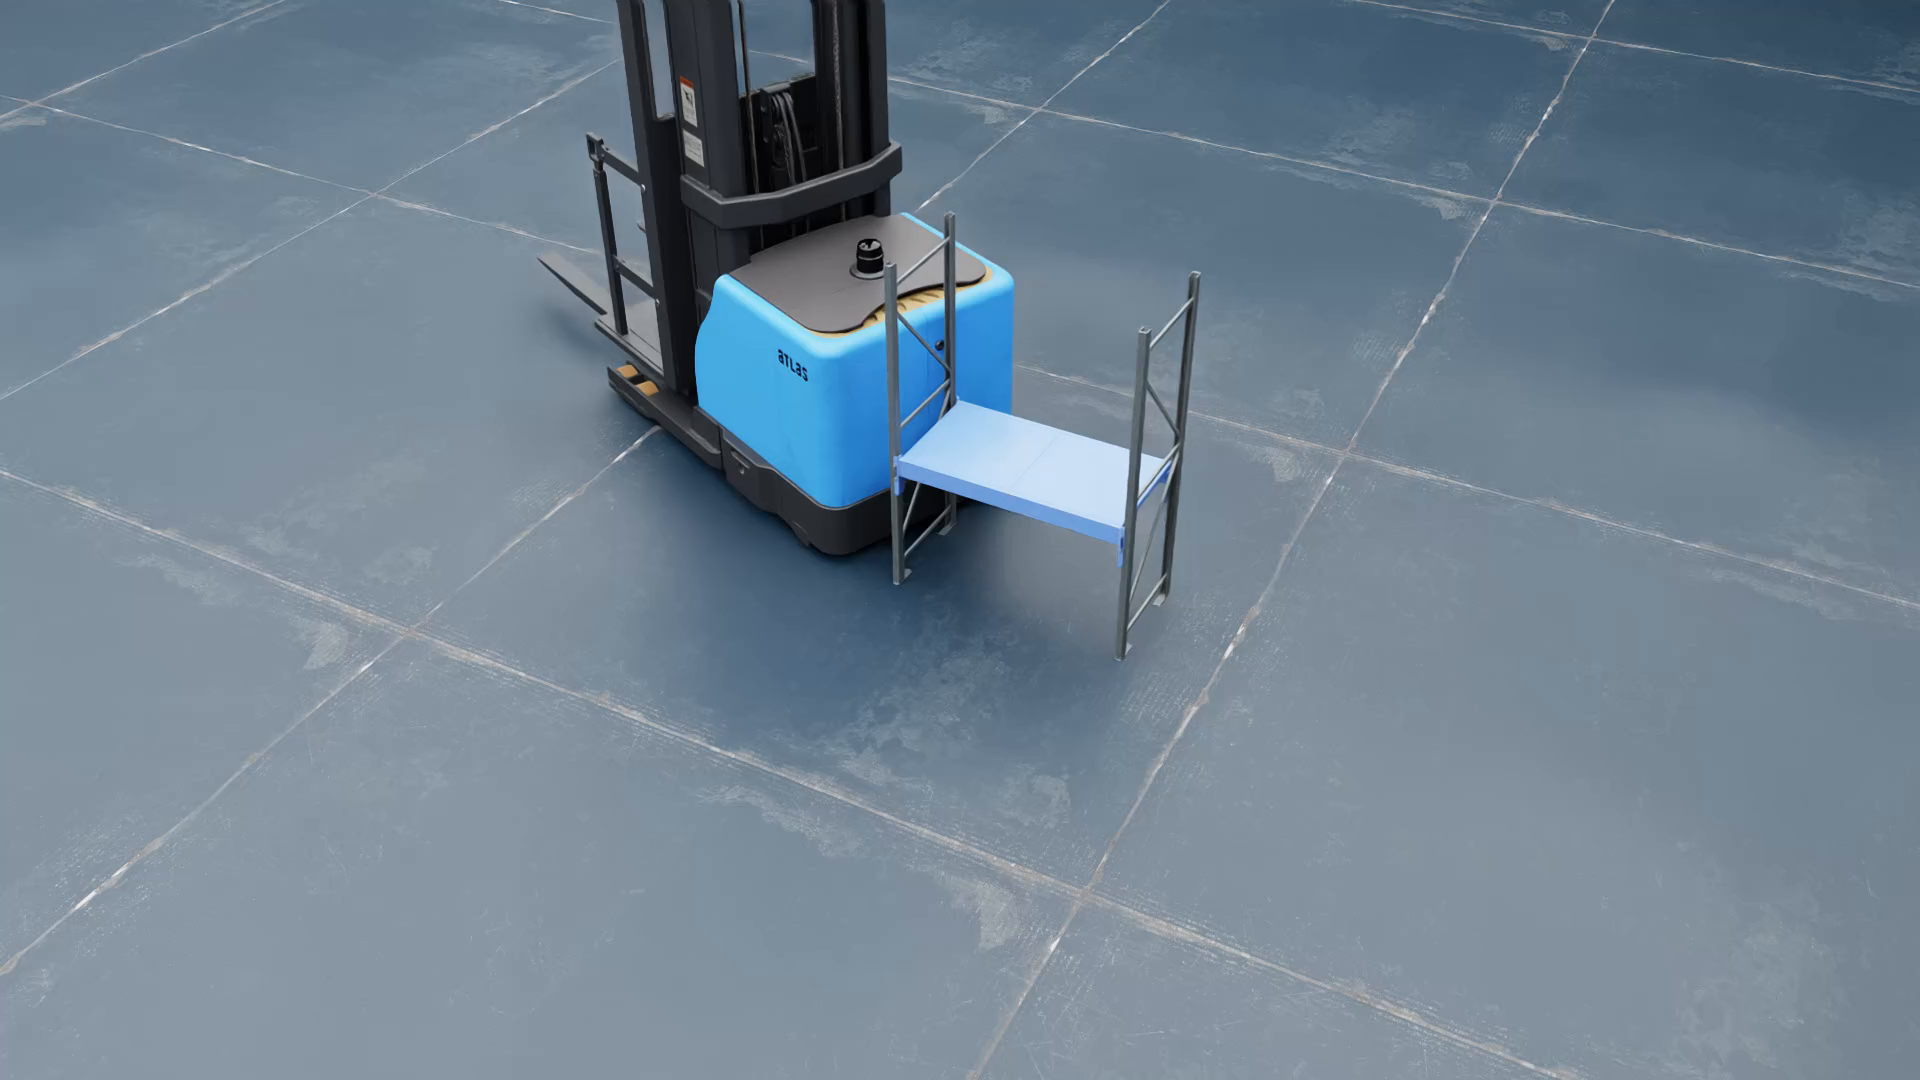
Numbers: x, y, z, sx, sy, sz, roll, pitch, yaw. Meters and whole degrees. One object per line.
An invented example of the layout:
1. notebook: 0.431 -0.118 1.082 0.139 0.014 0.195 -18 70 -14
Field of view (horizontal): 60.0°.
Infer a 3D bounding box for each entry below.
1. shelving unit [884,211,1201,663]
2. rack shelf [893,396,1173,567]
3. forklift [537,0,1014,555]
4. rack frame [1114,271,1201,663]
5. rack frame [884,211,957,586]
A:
1. shelving unit: 0.298 -0.394 6.528 1.048 1.500 0.538 18 41 22
2. rack shelf: 0.298 -0.250 6.637 1.000 0.185 0.538 18 41 22
3. forklift: -1.065 -1.934 7.374 1.130 2.935 3.031 -26 44 -30
4. rack frame: 0.745 -0.247 6.335 0.032 1.500 0.500 18 41 22
5. rack frame: -0.148 -0.540 6.721 0.032 1.500 0.500 18 41 22
